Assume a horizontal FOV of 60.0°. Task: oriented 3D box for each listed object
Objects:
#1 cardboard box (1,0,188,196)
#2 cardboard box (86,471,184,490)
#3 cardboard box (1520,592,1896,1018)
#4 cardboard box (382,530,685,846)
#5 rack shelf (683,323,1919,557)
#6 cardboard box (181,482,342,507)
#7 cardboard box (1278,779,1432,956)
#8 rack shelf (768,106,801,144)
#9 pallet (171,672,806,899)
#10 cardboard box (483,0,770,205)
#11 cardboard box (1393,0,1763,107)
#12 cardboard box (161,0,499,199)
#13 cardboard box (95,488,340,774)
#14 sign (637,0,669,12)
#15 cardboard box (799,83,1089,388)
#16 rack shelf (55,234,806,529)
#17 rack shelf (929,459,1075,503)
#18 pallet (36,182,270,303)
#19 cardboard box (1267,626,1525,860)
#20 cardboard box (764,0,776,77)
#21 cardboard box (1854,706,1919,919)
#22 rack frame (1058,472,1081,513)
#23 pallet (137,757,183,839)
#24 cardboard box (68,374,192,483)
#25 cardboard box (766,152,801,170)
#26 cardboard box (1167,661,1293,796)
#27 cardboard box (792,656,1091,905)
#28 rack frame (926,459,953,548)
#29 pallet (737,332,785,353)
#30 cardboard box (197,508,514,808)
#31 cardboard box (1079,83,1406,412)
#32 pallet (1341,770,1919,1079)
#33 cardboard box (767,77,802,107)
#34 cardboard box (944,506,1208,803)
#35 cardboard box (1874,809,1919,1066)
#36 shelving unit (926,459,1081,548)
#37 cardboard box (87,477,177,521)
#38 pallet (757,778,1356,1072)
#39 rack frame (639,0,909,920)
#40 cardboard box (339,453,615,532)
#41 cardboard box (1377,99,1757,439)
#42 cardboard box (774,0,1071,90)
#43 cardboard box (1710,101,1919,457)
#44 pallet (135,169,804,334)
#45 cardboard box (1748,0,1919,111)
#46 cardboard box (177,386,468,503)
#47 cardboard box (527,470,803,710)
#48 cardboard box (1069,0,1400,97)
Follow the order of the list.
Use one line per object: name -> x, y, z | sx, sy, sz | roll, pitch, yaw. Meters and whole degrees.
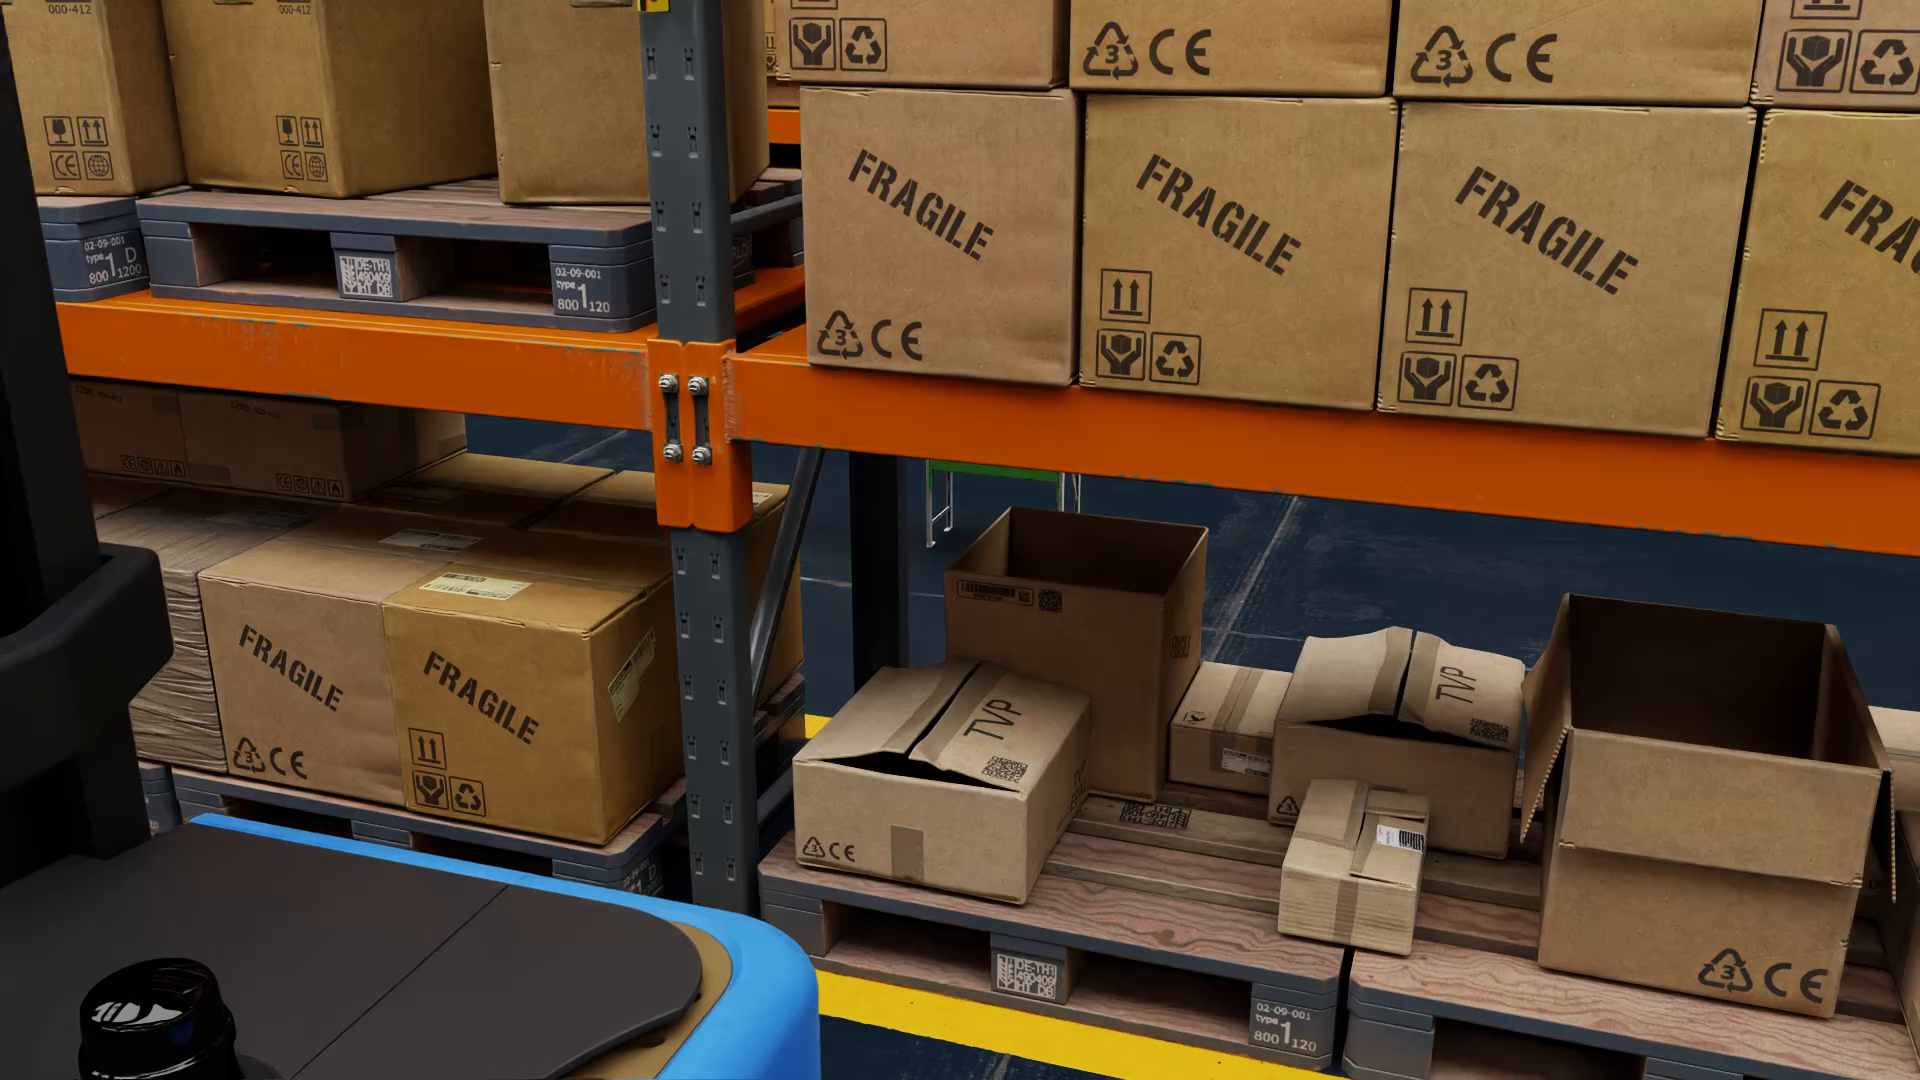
cardboard box -> -2.041, -1.112, 3.919 | 0.500, 0.500, 0.700 | 1, 19, 4
cardboard box -> -2.183, -0.015, 4.692 | 0.500, 0.500, 0.500 | 6, 20, 16
cardboard box -> 1.425, 0.478, 3.273 | 0.637, 0.503, 0.797 | 7, 20, 18
cardboard box -> -0.912, 0.314, 3.748 | 0.500, 0.500, 0.500 | 6, 20, 18
rack shelf -> 1.538, -0.139, 3.010 | 4.000, 0.370, 1.077 | 7, 20, 18
cardboard box -> -1.706, 0.039, 4.535 | 0.500, 0.500, 0.500 | 7, 20, 19
cardboard box -> 0.794, 0.638, 3.324 | 0.250, 0.166, 0.380 | 7, 20, 18
rack shelf -> -0.619, -2.112, 8.670 | 4.000, 0.370, 1.077 | 7, 20, 18
pallet -> -1.132, 0.546, 4.189 | 1.213, 0.211, 1.003 | 7, 20, 18
cardboard box -> -0.726, -1.061, 3.773 | 0.500, 0.500, 0.700 | 0, 19, 0
cardboard box -> 0.974, -0.964, 2.615 | 0.500, 0.500, 0.500 | 6, 20, 16
cardboard box -> -1.396, -1.115, 3.929 | 0.500, 0.500, 0.700 | 10, 22, 27
cardboard box -> -1.850, 0.203, 4.065 | 0.500, 0.500, 0.500 | 7, 20, 19
sign -> -0.530, -1.068, 2.825 | 0.005, 0.325, 0.100 | 7, 20, 18
cardboard box -> 0.040, -0.602, 3.094 | 0.500, 0.500, 0.500 | 7, 20, 19
rack shelf -> -2.241, -0.571, 4.250 | 4.000, 0.370, 1.077 | 7, 20, 18
rack shelf -> 0.156, -0.262, 5.927 | 0.480, 0.148, 0.258 | 7, 20, 18
pallet -> -2.292, -0.827, 4.184 | 1.213, 0.211, 1.003 | 7, 20, 18
cardboard box -> 0.988, 0.422, 3.726 | 0.500, 0.311, 0.500 | 7, 20, 18
cardboard box -> -0.679, -2.565, 8.244 | 0.500, 0.500, 0.500 | 7, 20, 20
cardboard box -> 2.062, 0.573, 3.384 | 0.500, 0.250, 0.500 | 7, 20, 18
rack frame -> 0.387, -0.522, 5.752 | 0.015, 1.200, 0.240 | 7, 20, 18
pallet -> -2.289, 0.415, 4.566 | 1.213, 0.211, 1.003 | 7, 20, 18
cardboard box -> -2.147, -0.366, 4.560 | 0.500, 0.250, 0.500 | 6, 20, 17
cardboard box -> -1.031, -1.634, 8.834 | 0.750, 0.750, 0.750 | 6, 20, 18
cardboard box -> 0.654, 0.439, 3.922 | 0.250, 0.149, 0.380 | 7, 20, 18
cardboard box -> -0.026, 0.480, 3.559 | 0.500, 0.311, 0.500 | 7, 20, 18
rack frame -> -0.074, -0.575, 5.903 | 0.015, 1.200, 0.240 | 7, 20, 18
pallet -> -0.639, -1.110, 8.939 | 1.213, 0.211, 1.003 | 7, 20, 18
cardboard box -> -1.376, 0.258, 3.909 | 0.500, 0.500, 0.500 | 7, 20, 18
cardboard box -> 0.525, -0.548, 2.939 | 0.500, 0.500, 0.500 | 7, 20, 19
pallet -> 1.453, 0.828, 3.381 | 1.213, 0.211, 1.003 | 7, 20, 18
cardboard box -> -0.820, -2.288, 8.435 | 0.250, 0.149, 0.380 | 7, 20, 18
cardboard box -> 0.280, 0.251, 3.927 | 0.500, 0.500, 0.500 | 7, 20, 18
cardboard box -> 1.945, 0.734, 2.922 | 0.500, 0.250, 0.500 | 7, 20, 18
shelving unit -> 0.156, -0.549, 5.827 | 0.503, 1.200, 0.258 | 7, 20, 18
cardboard box -> -2.331, 0.149, 4.220 | 0.500, 0.500, 0.500 | 6, 20, 16
pallet -> 0.297, 0.697, 3.757 | 1.213, 0.211, 1.003 | 7, 20, 18
rack frame -> -0.352, -0.695, 3.512 | 0.127, 3.000, 1.000 | 7, 20, 18
cardboard box -> -1.236, 0.096, 4.373 | 0.500, 0.500, 0.500 | 7, 20, 19
cardboard box -> 0.997, -0.493, 2.782 | 0.500, 0.500, 0.500 | 6, 20, 18
cardboard box -> 0.001, -1.076, 2.934 | 0.500, 0.500, 0.500 | 7, 20, 19
cardboard box -> 1.478, -0.439, 2.625 | 0.500, 0.500, 0.500 | 6, 20, 17
pallet -> -1.071, -0.724, 3.888 | 1.213, 0.211, 1.003 | 7, 20, 18
cardboard box -> 1.462, -0.909, 2.455 | 0.500, 0.500, 0.500 | 7, 20, 20
cardboard box -> -1.673, -0.312, 4.405 | 0.500, 0.250, 0.500 | 7, 20, 18
cardboard box -> -0.729, 0.150, 4.218 | 0.500, 0.500, 0.500 | 6, 20, 16
cardboard box -> 0.489, -1.020, 2.774 | 0.500, 0.500, 0.500 | 6, 20, 16
